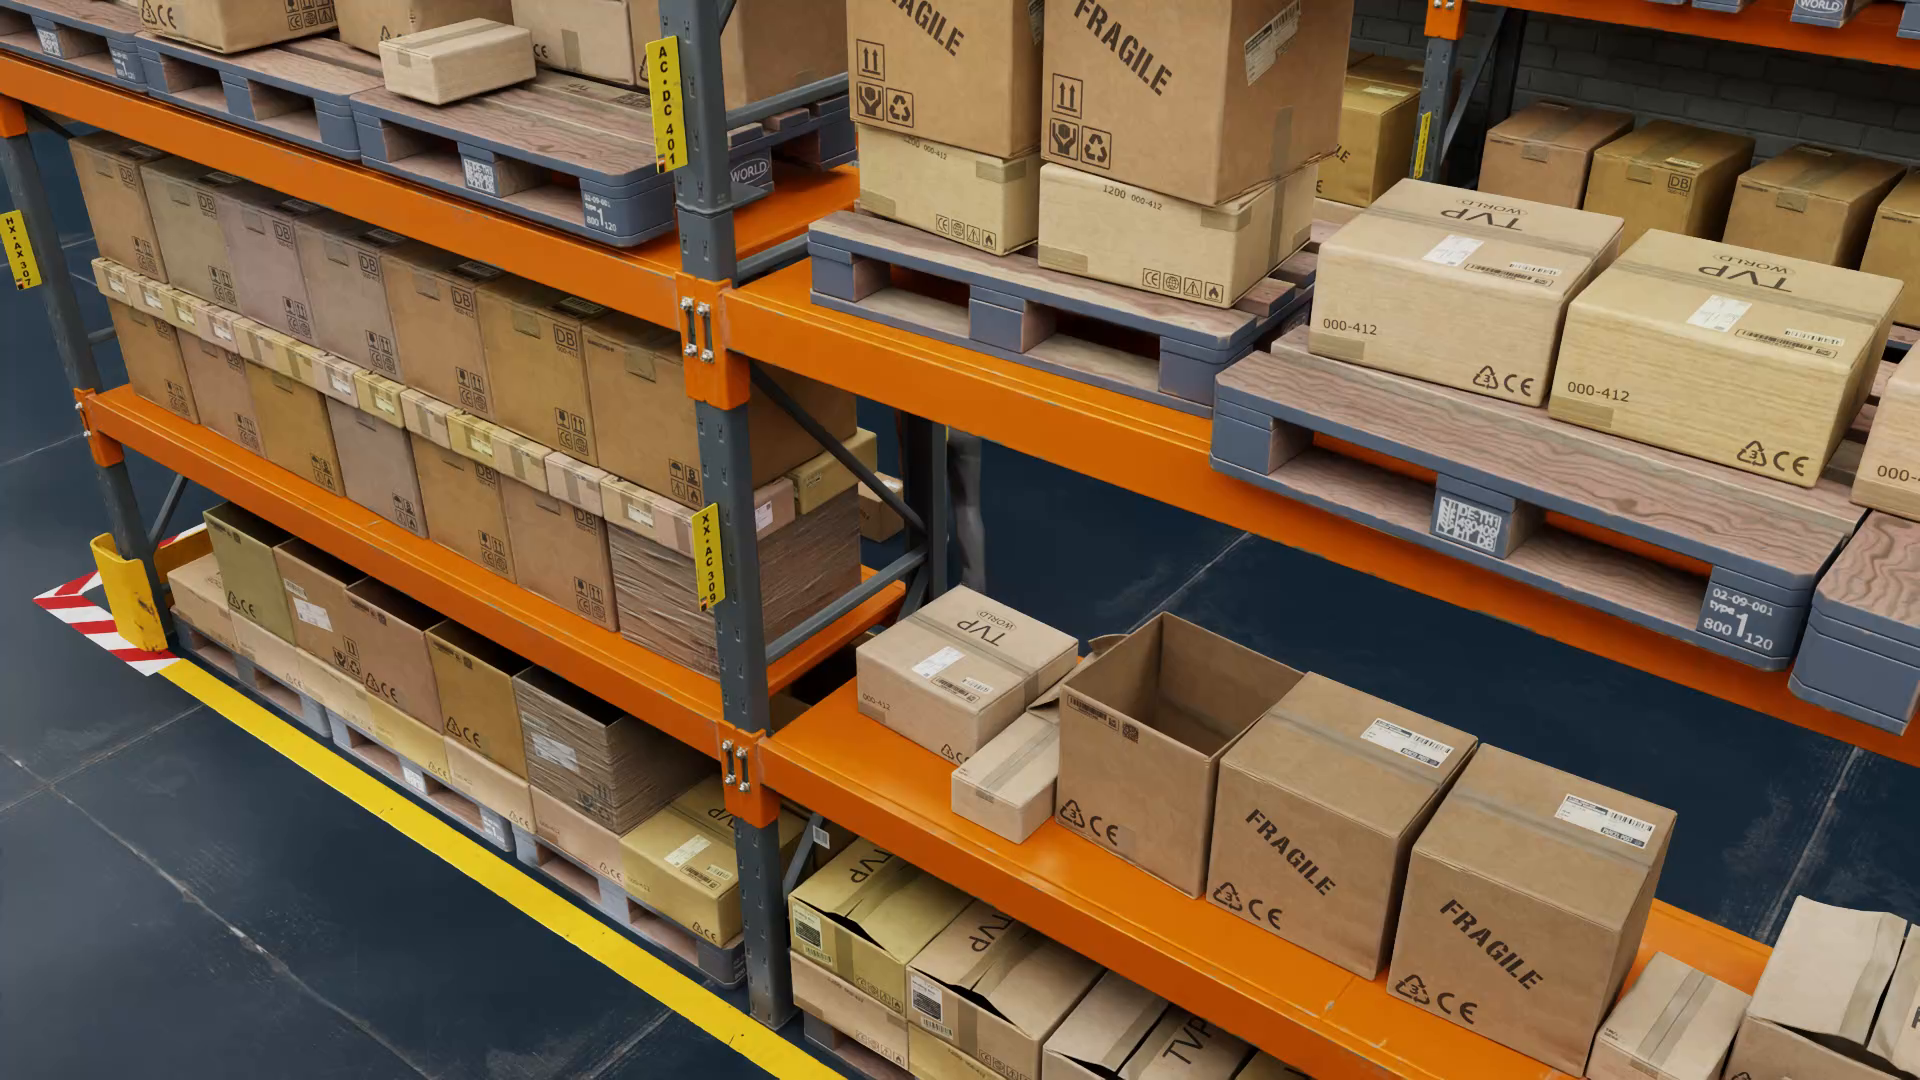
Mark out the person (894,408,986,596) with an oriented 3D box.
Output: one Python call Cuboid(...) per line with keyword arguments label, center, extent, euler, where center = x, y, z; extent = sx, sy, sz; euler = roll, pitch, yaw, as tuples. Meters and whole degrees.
Cuboid(label="person", center=(-0.110, -0.526, 8.034), extent=(0.433, 1.602, 1.029), euler=(-5, 31, -7))
